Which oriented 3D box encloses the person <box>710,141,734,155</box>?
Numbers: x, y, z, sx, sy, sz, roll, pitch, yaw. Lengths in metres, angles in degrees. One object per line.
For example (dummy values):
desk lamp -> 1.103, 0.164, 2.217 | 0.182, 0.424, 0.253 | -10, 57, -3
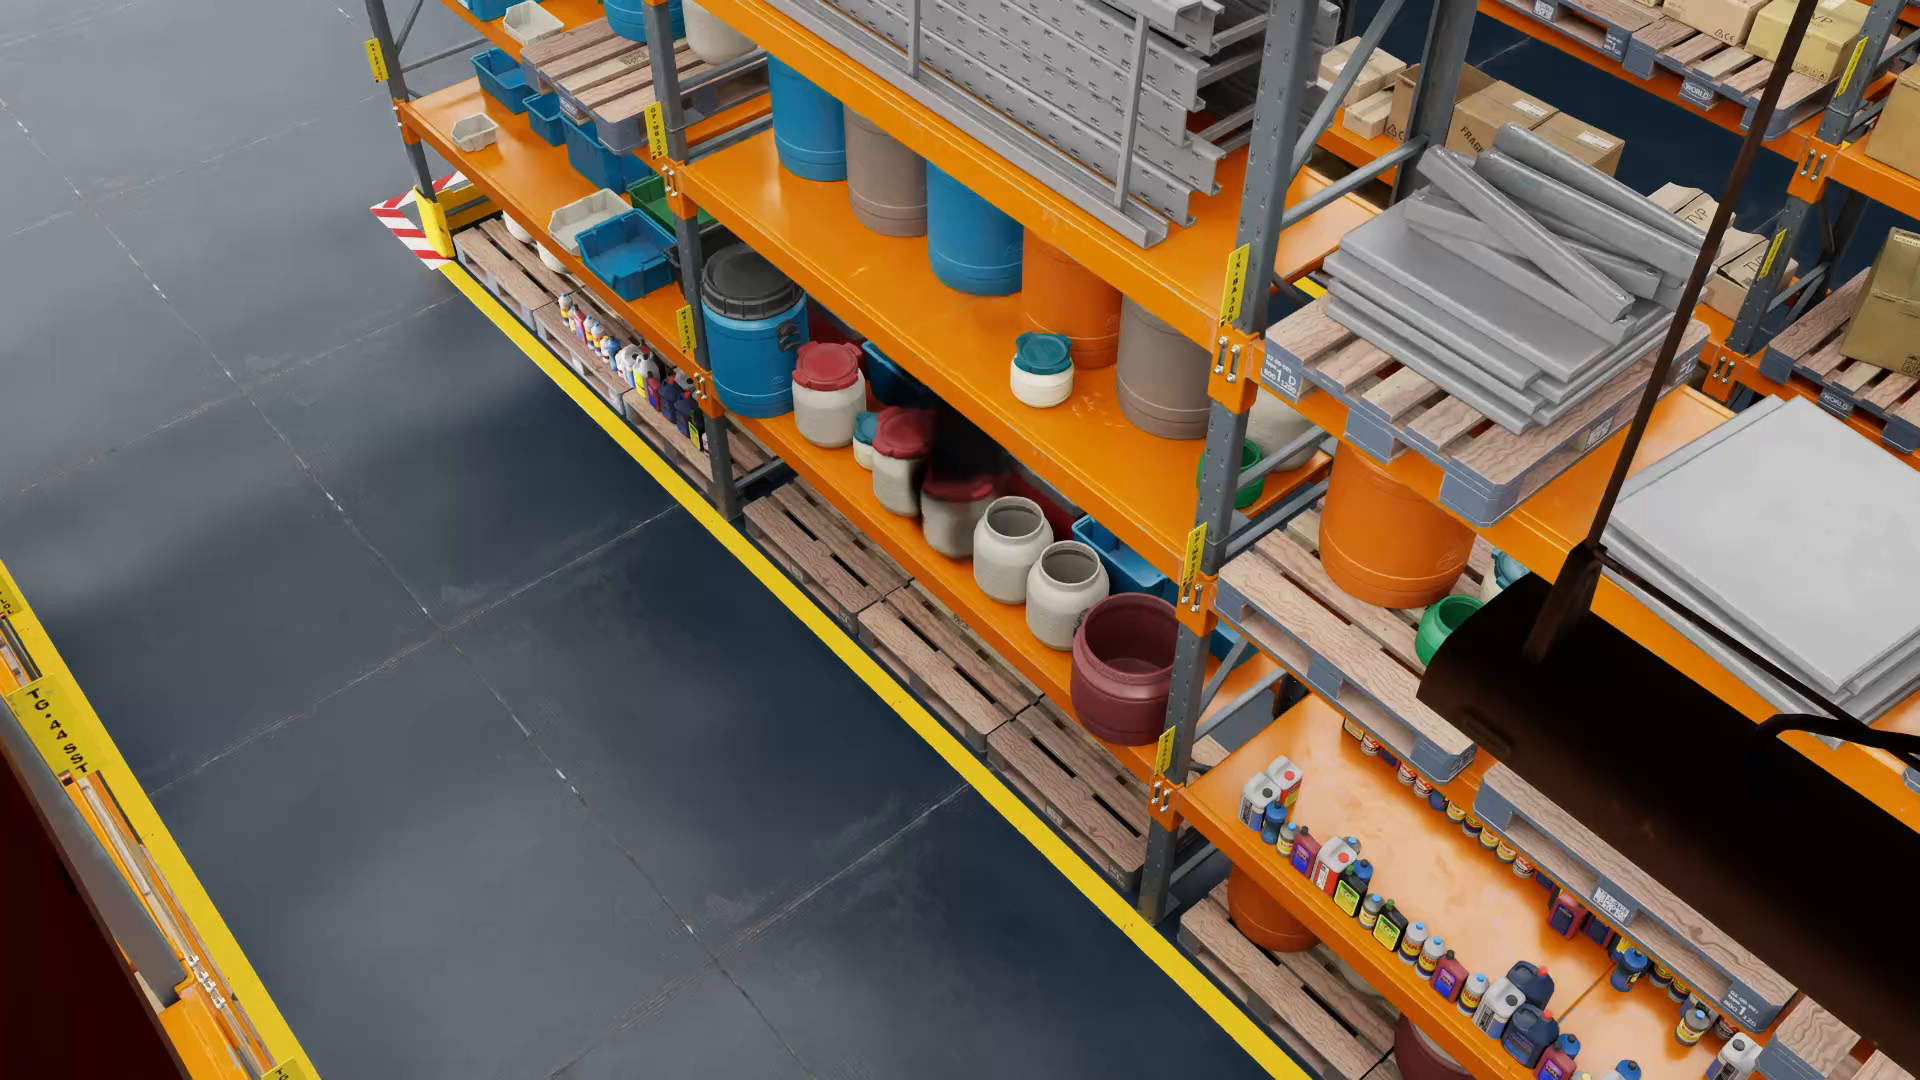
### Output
person -> -1.872, -3.398, 12.954 | 0.879, 1.784, 0.657 | 28, 53, 24
